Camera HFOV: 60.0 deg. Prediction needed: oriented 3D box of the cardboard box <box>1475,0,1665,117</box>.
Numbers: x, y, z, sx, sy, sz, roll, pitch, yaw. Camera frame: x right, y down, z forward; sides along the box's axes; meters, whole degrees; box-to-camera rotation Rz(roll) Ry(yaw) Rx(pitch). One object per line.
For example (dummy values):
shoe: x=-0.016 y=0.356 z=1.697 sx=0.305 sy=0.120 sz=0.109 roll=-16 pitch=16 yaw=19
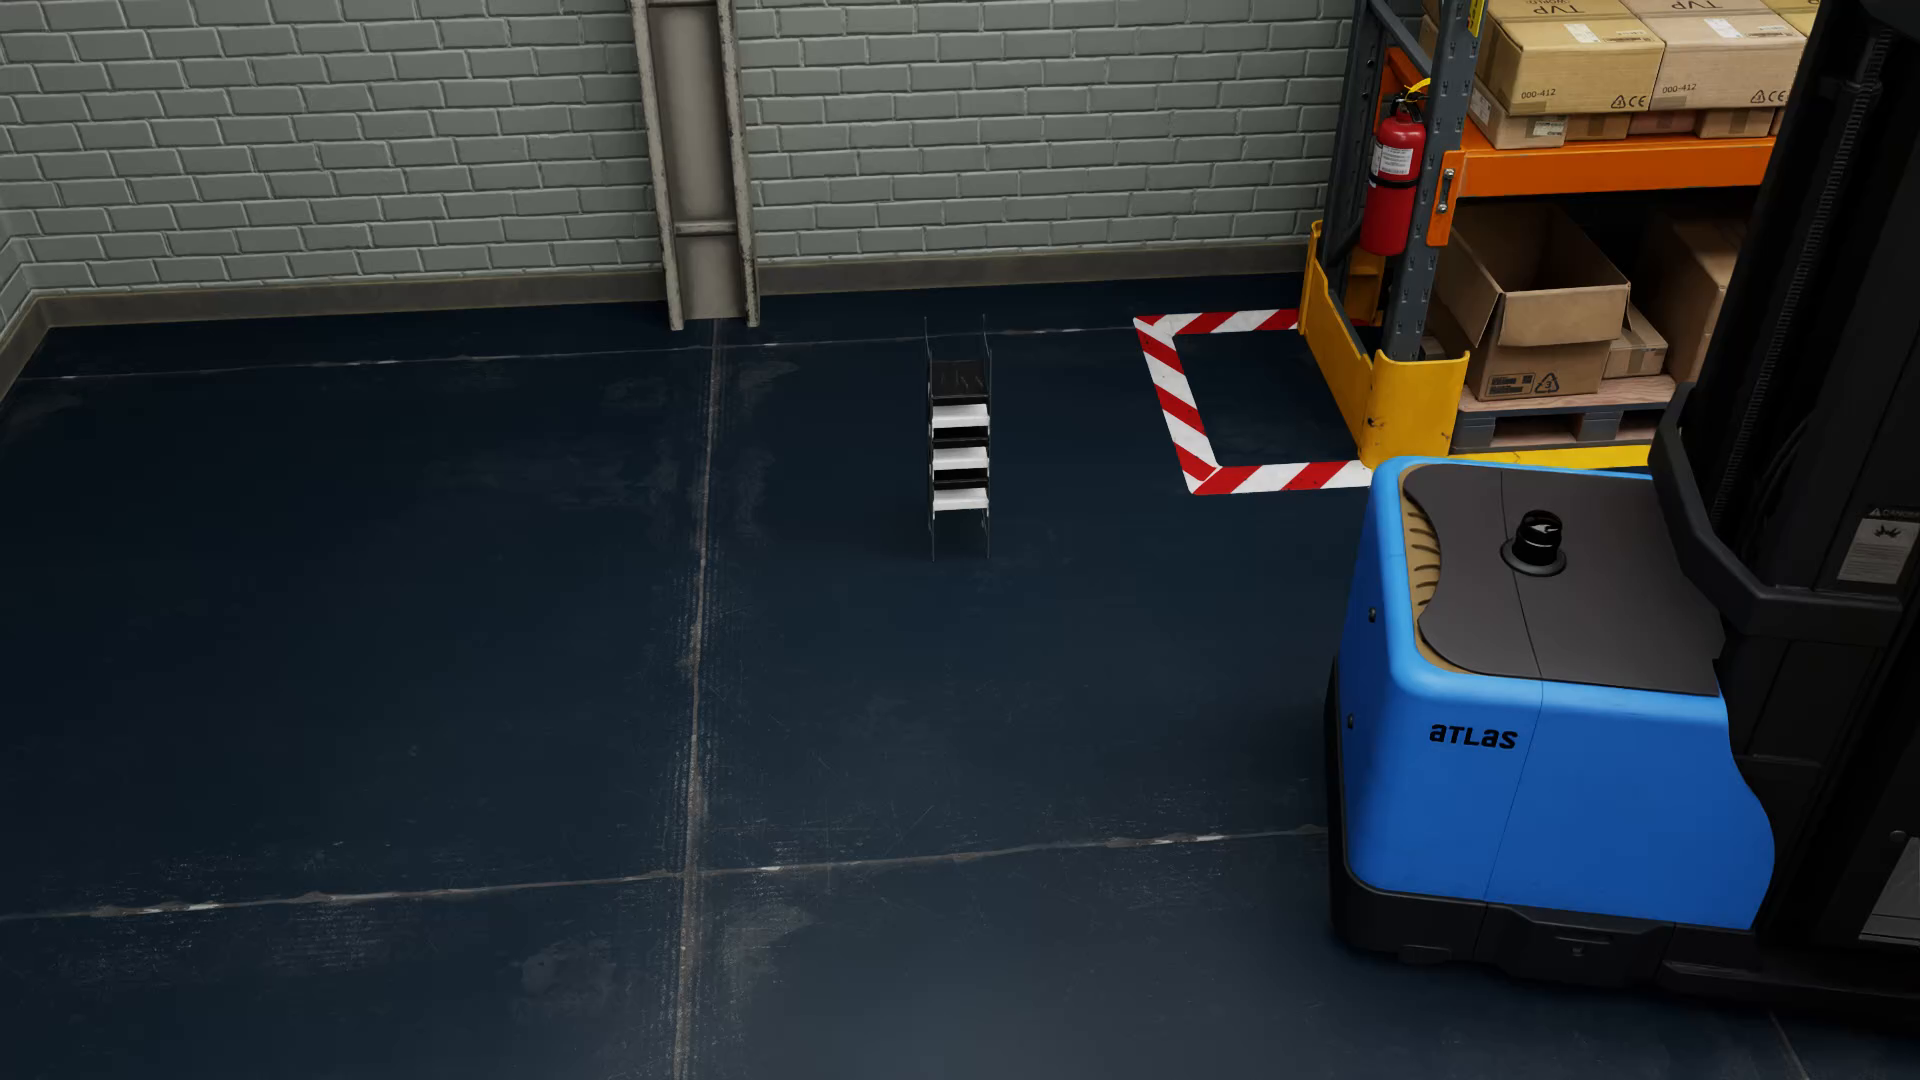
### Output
cardboard box: x=2.129 y=-1.730 z=5.902 sx=0.500 sy=0.250 sz=0.500 roll=-3 pitch=38 yaw=-4

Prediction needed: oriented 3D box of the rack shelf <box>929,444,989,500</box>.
rack shelf: x=-0.008 y=-0.256 z=6.047 sx=0.200 sy=0.077 sz=0.258 roll=-3 pitch=38 yaw=-4

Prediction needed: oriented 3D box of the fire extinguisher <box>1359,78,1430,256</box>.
fire extinguisher: x=1.548 y=-1.343 z=5.894 sx=0.183 sy=0.674 sz=0.296 roll=-3 pitch=38 yaw=-4

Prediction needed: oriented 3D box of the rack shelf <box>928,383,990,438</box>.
rack shelf: x=-0.008 y=-0.468 z=5.880 sx=0.200 sy=0.077 sz=0.258 roll=-3 pitch=38 yaw=-4

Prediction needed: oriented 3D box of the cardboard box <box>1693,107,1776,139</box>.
cardboard box: x=2.770 y=-1.618 z=6.082 sx=0.250 sy=0.149 sz=0.380 roll=-2 pitch=38 yaw=-3

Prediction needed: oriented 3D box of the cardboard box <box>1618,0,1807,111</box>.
cardboard box: x=2.632 y=-1.758 z=5.937 sx=0.500 sy=0.250 sz=0.500 roll=-3 pitch=38 yaw=-3

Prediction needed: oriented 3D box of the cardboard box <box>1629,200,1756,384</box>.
cardboard box: x=3.126 y=-0.995 z=6.768 sx=0.500 sy=0.500 sz=0.700 roll=-2 pitch=38 yaw=-2

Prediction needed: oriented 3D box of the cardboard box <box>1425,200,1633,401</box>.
cardboard box: x=2.271 y=-0.973 z=6.738 sx=0.637 sy=0.503 sz=0.797 roll=-5 pitch=39 yaw=-6

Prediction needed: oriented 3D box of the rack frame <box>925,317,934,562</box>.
rack frame: x=-0.109 y=-0.347 z=5.964 sx=0.006 sy=0.900 sz=0.240 roll=-3 pitch=38 yaw=-4

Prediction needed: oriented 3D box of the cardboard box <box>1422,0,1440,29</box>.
cardboard box: x=2.088 y=-2.060 z=6.320 sx=0.500 sy=0.250 sz=0.500 roll=-2 pitch=38 yaw=-3

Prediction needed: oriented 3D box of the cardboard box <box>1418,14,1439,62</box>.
cardboard box: x=1.960 y=-1.898 z=6.437 sx=0.250 sy=0.149 sz=0.380 roll=-4 pitch=38 yaw=-4

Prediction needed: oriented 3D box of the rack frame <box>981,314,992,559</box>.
rack frame: x=0.093 y=-0.358 z=5.978 sx=0.006 sy=0.900 sz=0.240 roll=-3 pitch=38 yaw=-4

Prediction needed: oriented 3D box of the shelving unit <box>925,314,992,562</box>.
shelving unit: x=-0.008 y=-0.353 z=5.971 sx=0.210 sy=0.900 sz=0.258 roll=-3 pitch=38 yaw=-4

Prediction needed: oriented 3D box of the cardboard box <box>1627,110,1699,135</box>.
cardboard box: x=2.513 y=-1.642 z=6.112 sx=0.250 sy=0.149 sz=0.380 roll=-4 pitch=38 yaw=-5

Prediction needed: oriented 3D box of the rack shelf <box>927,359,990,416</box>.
rack shelf: x=-0.008 y=-0.539 z=5.824 sx=0.200 sy=0.077 sz=0.258 roll=-3 pitch=38 yaw=-4

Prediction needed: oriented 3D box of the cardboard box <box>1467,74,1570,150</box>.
cardboard box: x=2.005 y=-1.563 z=6.013 sx=0.250 sy=0.149 sz=0.380 roll=-3 pitch=38 yaw=-4

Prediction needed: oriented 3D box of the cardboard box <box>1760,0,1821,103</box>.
cardboard box: x=3.136 y=-1.787 z=5.975 sx=0.500 sy=0.250 sz=0.500 roll=-4 pitch=38 yaw=-5

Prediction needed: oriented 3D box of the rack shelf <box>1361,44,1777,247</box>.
rack shelf: x=3.646 y=-1.641 z=6.488 sx=4.000 sy=0.370 sz=1.077 roll=-3 pitch=38 yaw=-4

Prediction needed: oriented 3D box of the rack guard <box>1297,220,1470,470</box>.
rack guard: x=1.729 y=-0.836 z=6.906 sx=0.348 sy=0.500 sz=1.175 roll=-3 pitch=38 yaw=-4

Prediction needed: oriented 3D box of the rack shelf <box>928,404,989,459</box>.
rack shelf: x=-0.008 y=-0.397 z=5.936 sx=0.200 sy=0.077 sz=0.258 roll=-3 pitch=38 yaw=-4

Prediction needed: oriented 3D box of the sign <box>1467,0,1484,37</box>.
sign: x=1.702 y=-1.818 z=5.434 sx=0.005 sy=0.325 sz=0.100 roll=-3 pitch=38 yaw=-4

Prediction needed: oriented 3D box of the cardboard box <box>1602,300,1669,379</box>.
cardboard box: x=2.698 y=-0.833 z=6.847 sx=0.250 sy=0.149 sz=0.380 roll=-5 pitch=39 yaw=-6

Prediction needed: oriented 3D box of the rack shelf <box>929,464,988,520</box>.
rack shelf: x=-0.008 y=-0.185 z=6.103 sx=0.200 sy=0.077 sz=0.258 roll=-3 pitch=38 yaw=-4

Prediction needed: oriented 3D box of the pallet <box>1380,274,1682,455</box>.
pallet: x=2.523 y=-0.767 z=7.052 sx=1.213 sy=0.211 sz=1.003 roll=-3 pitch=38 yaw=-4

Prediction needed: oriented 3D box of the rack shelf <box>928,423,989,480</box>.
rack shelf: x=-0.008 y=-0.327 z=5.991 sx=0.200 sy=0.077 sz=0.258 roll=-3 pitch=38 yaw=-4

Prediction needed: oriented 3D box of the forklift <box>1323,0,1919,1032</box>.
forklift: x=2.624 y=-0.140 z=4.061 sx=3.031 sy=2.935 sz=1.130 roll=5 pitch=39 yaw=6

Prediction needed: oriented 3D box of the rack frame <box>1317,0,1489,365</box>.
rack frame: x=1.654 y=-1.813 z=6.126 sx=0.127 sy=3.000 sz=1.000 roll=-3 pitch=38 yaw=-4

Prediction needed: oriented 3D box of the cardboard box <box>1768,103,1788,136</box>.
cardboard box: x=3.035 y=-1.636 z=6.104 sx=0.250 sy=0.149 sz=0.380 roll=-3 pitch=38 yaw=-3

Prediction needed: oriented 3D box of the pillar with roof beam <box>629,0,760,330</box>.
pillar with roof beam: x=-0.731 y=-1.920 z=1.419 sx=0.400 sy=9.000 sz=9.100 roll=-3 pitch=38 yaw=-4

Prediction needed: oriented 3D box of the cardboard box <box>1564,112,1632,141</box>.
cardboard box: x=2.255 y=-1.606 z=6.066 sx=0.250 sy=0.149 sz=0.380 roll=-2 pitch=38 yaw=-3
